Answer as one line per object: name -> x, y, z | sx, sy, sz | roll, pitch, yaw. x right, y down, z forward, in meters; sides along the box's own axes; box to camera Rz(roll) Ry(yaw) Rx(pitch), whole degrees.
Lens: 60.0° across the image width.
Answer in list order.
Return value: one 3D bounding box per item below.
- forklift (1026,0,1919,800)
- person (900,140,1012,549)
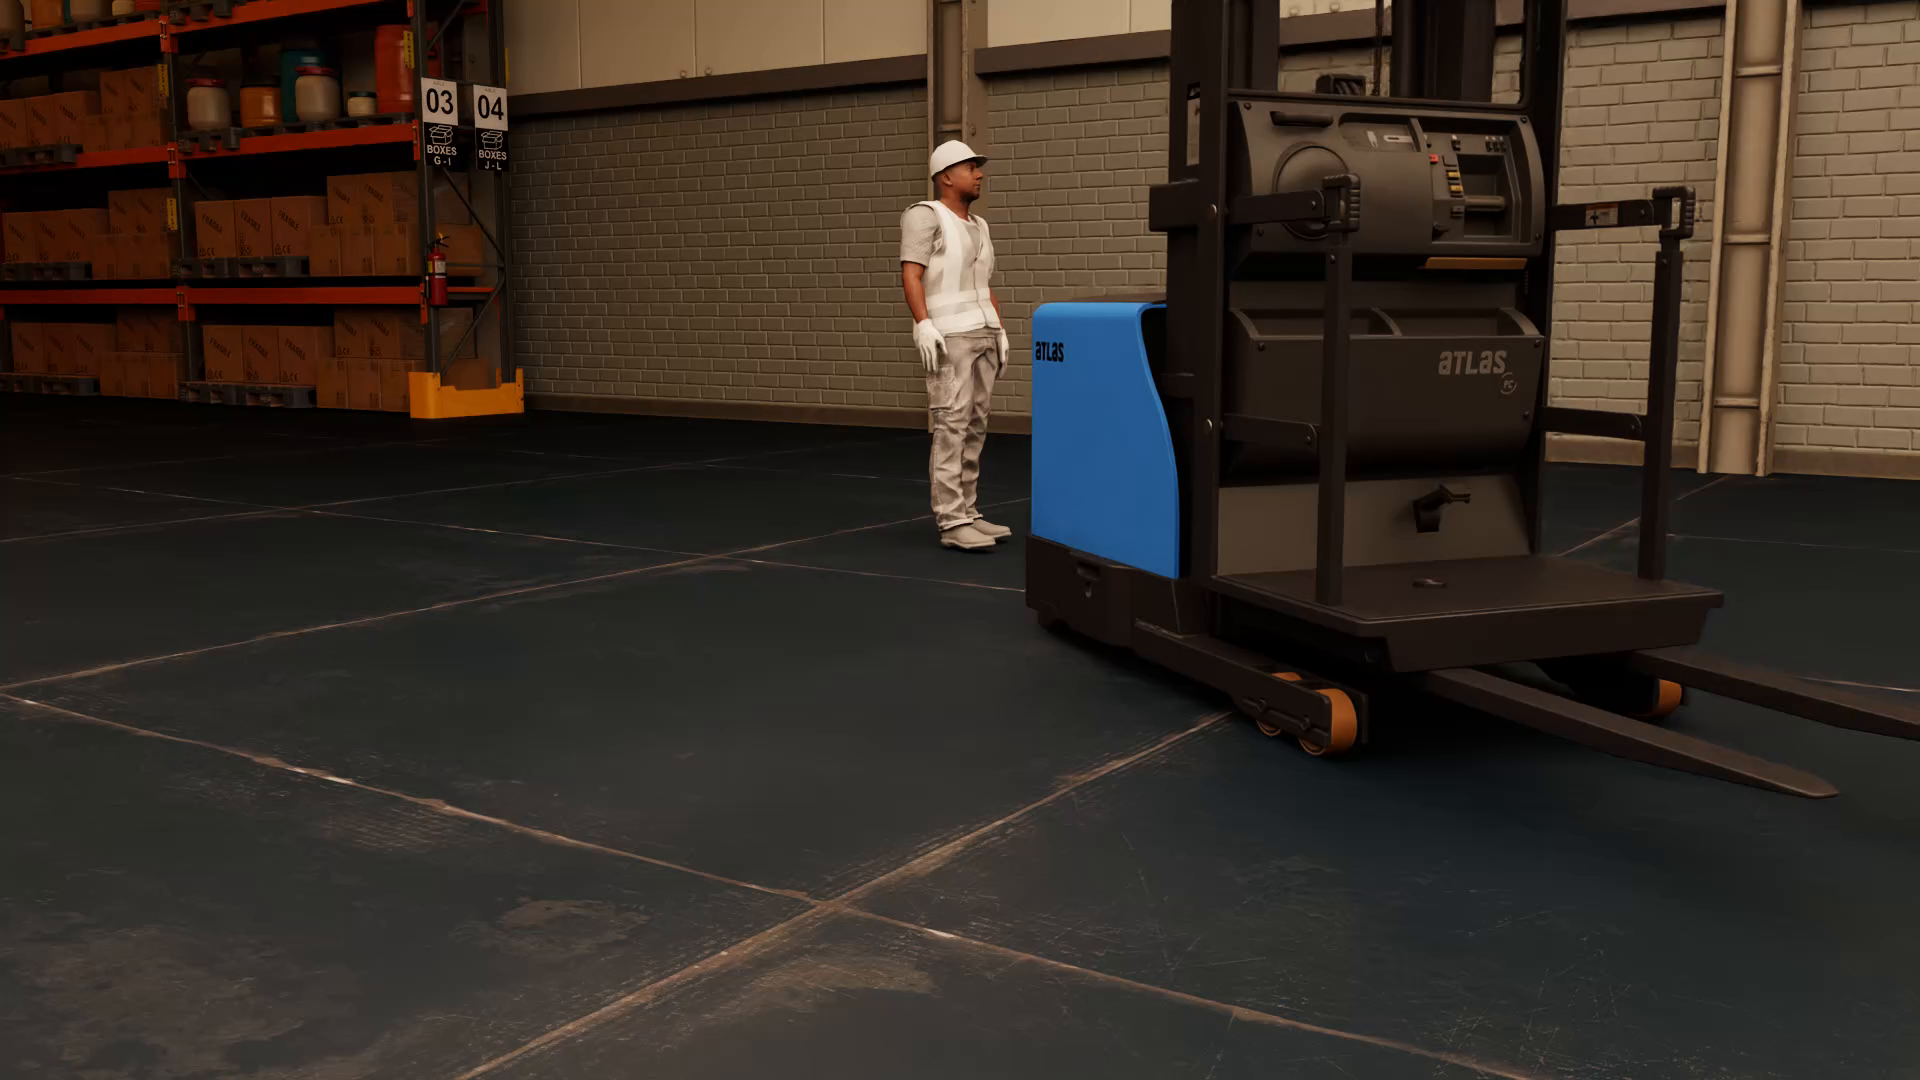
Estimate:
forklift -> 1.236, -1.000, 4.228 | 1.130, 2.935, 3.031 | -3, 9, -22
person -> 0.056, -0.883, 7.431 | 0.575, 1.784, 0.656 | 5, 10, 34
